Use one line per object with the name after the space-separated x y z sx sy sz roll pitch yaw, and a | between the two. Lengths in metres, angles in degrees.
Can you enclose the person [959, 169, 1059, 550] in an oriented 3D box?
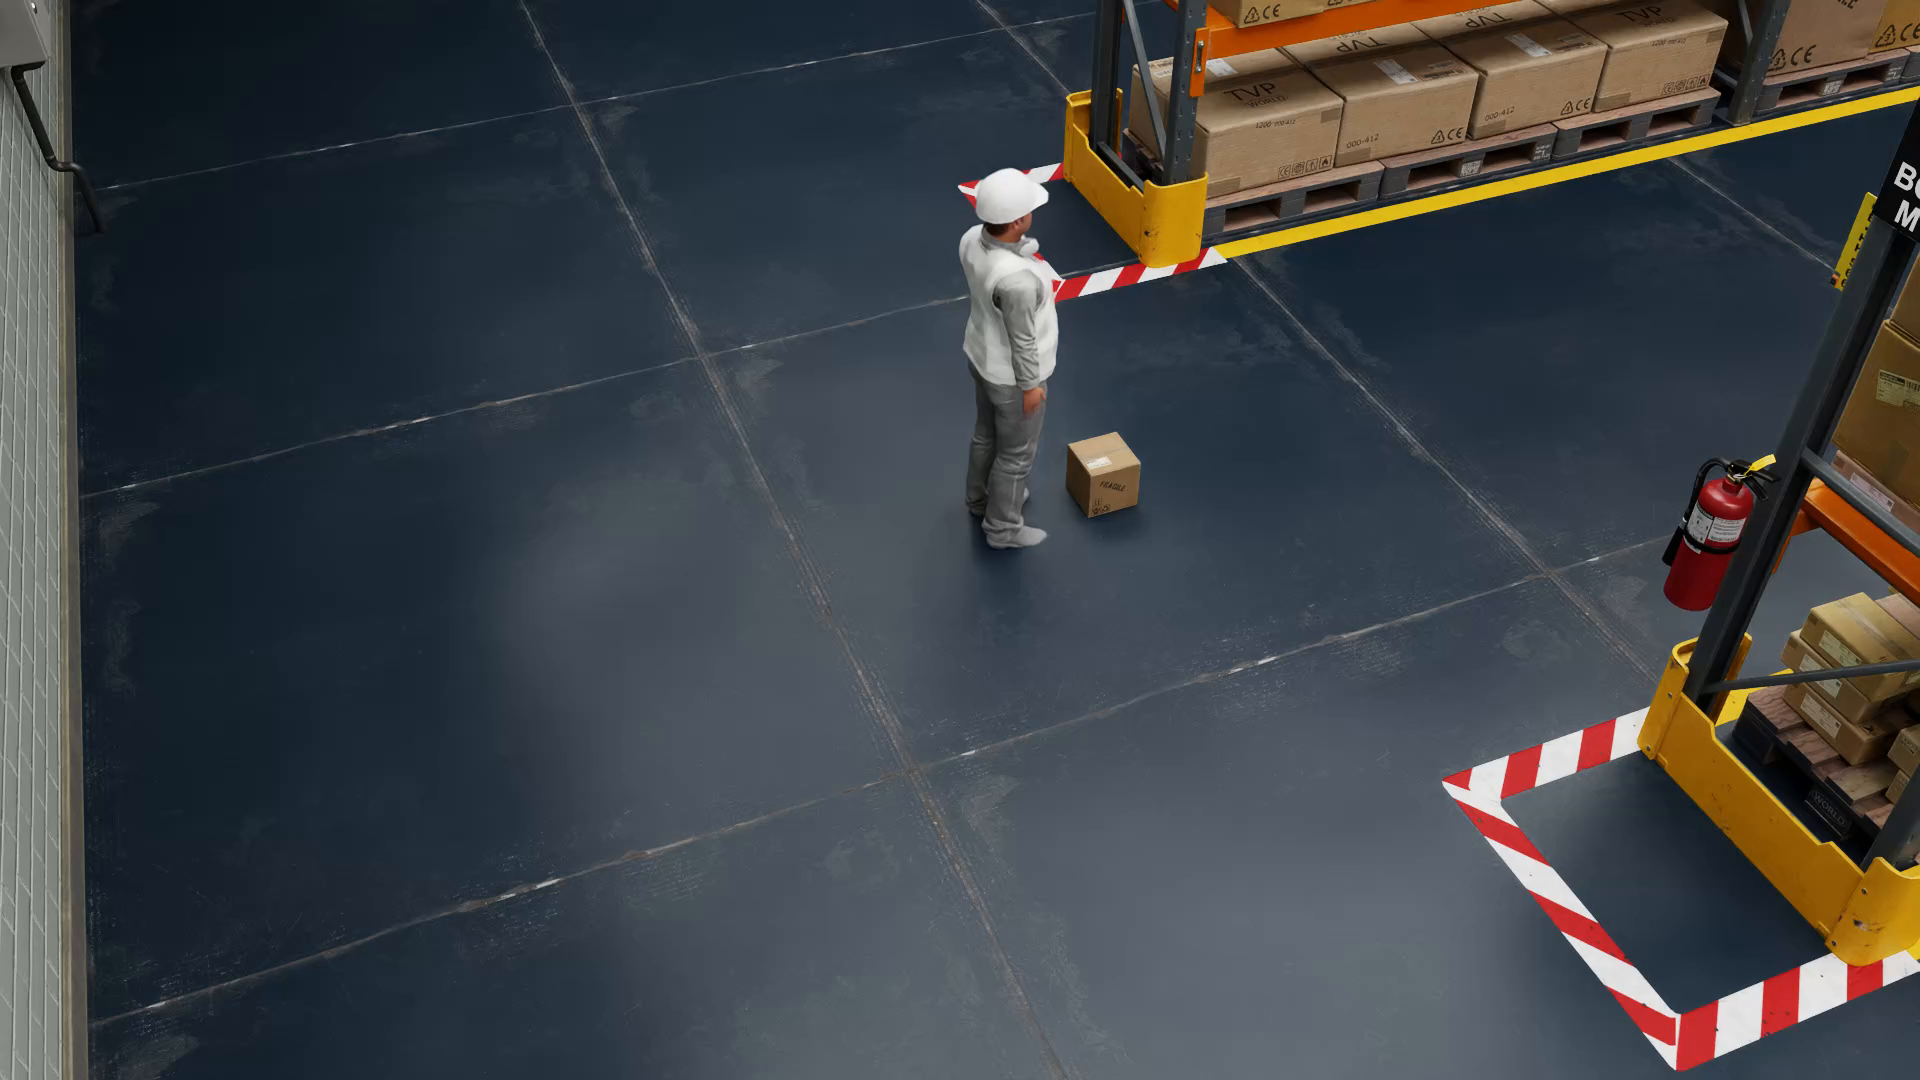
0.209 -0.748 7.009 0.356 1.808 0.534 -14 43 -16 | person
